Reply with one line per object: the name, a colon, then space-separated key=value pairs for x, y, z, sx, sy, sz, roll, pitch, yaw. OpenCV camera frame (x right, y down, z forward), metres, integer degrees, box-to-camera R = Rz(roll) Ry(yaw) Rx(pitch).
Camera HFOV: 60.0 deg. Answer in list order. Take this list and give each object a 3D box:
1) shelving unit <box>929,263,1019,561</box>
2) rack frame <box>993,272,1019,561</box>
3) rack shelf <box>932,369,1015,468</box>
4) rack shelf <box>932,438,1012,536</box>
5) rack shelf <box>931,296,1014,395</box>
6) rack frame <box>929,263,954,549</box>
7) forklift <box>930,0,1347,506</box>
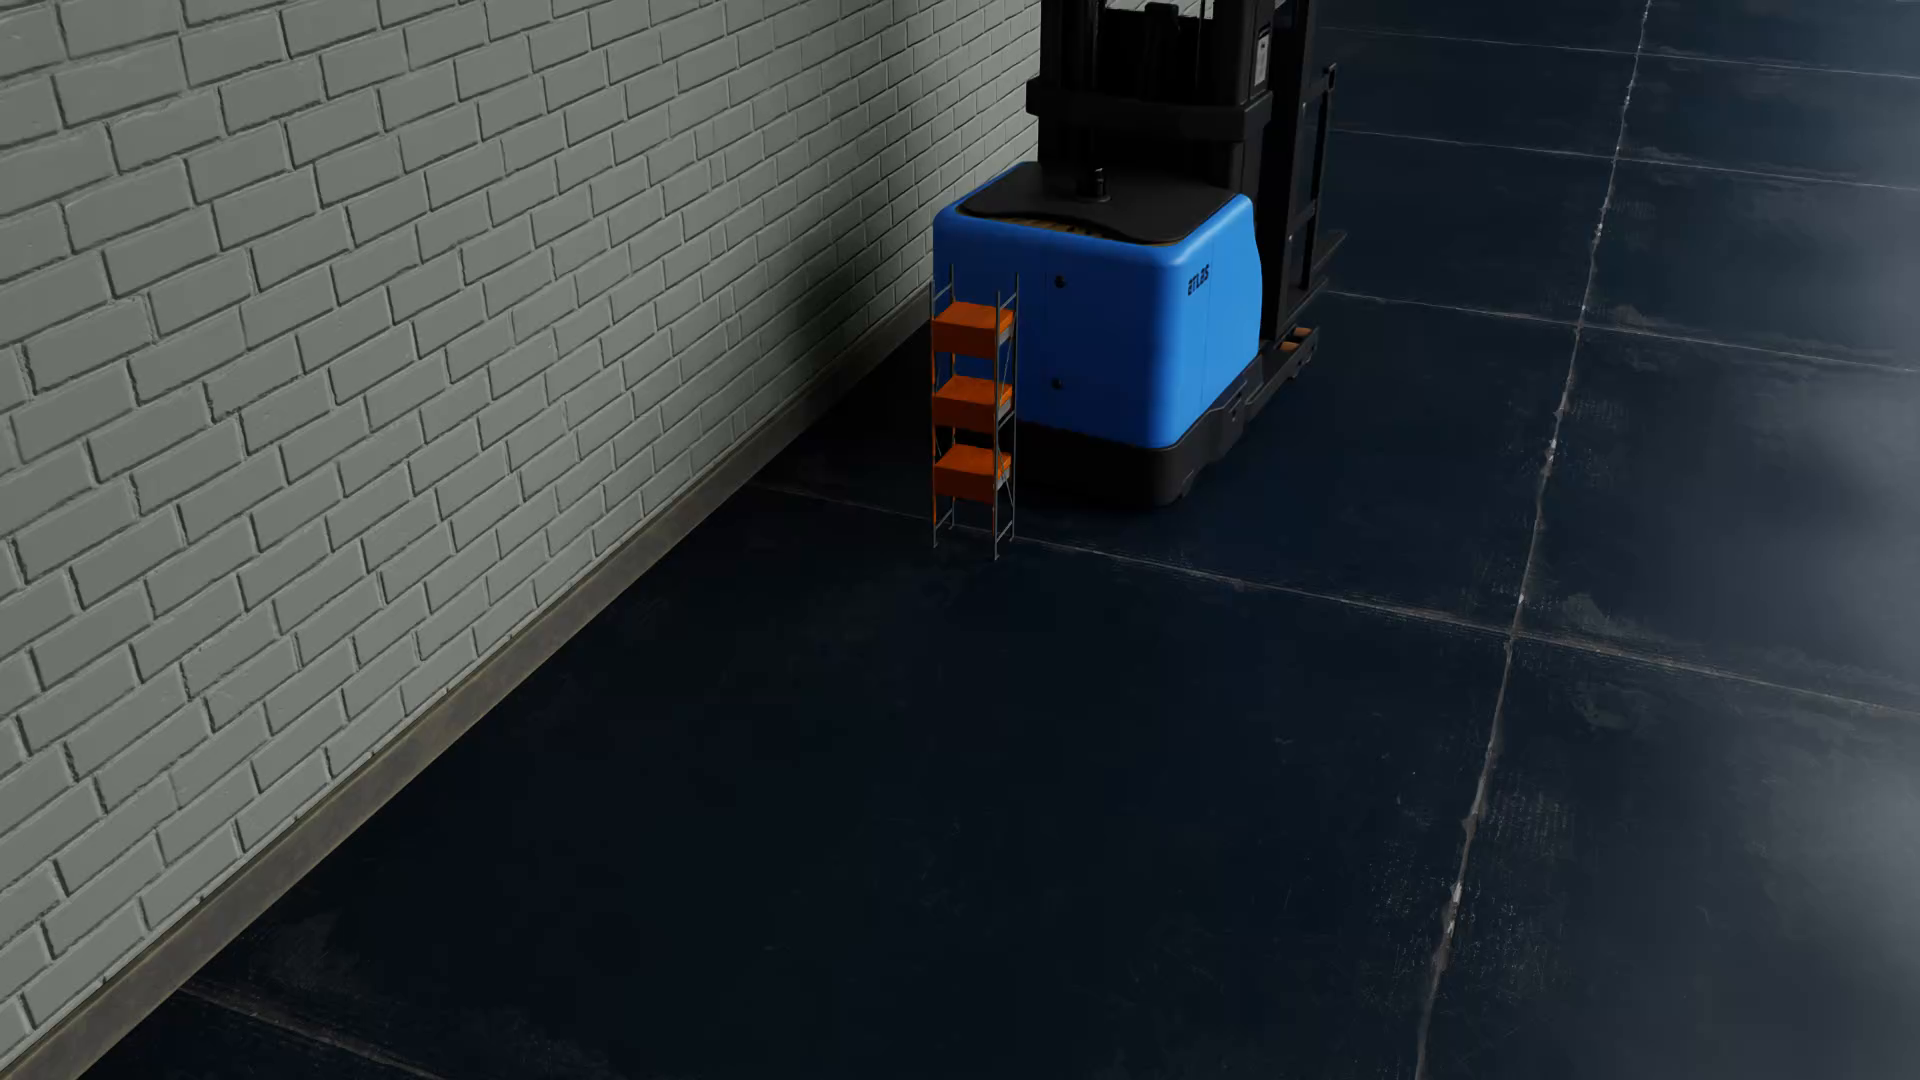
shelving unit: x=0.050 y=-0.447 z=5.974 sx=0.252 sy=1.050 sz=0.215 roll=11 pitch=31 yaw=19
rack frame: x=0.163 y=-0.425 z=5.934 sx=0.008 sy=1.050 sz=0.200 roll=11 pitch=31 yaw=19
rack shelf: x=0.050 y=-0.438 z=5.979 sx=0.240 sy=0.259 sz=0.215 roll=11 pitch=31 yaw=19
rack shelf: x=0.050 y=-0.196 z=6.116 sx=0.240 sy=0.259 sz=0.215 roll=11 pitch=31 yaw=19
rack shelf: x=0.050 y=-0.685 z=5.840 sx=0.240 sy=0.259 sz=0.215 roll=11 pitch=31 yaw=19
rack frame: x=-0.063 y=-0.470 z=6.014 sx=0.008 sy=1.050 sz=0.200 roll=11 pitch=31 yaw=19
forklift: x=1.009 y=-2.102 z=6.990 sx=1.130 sy=2.935 sz=3.031 roll=14 pitch=32 yaw=24
